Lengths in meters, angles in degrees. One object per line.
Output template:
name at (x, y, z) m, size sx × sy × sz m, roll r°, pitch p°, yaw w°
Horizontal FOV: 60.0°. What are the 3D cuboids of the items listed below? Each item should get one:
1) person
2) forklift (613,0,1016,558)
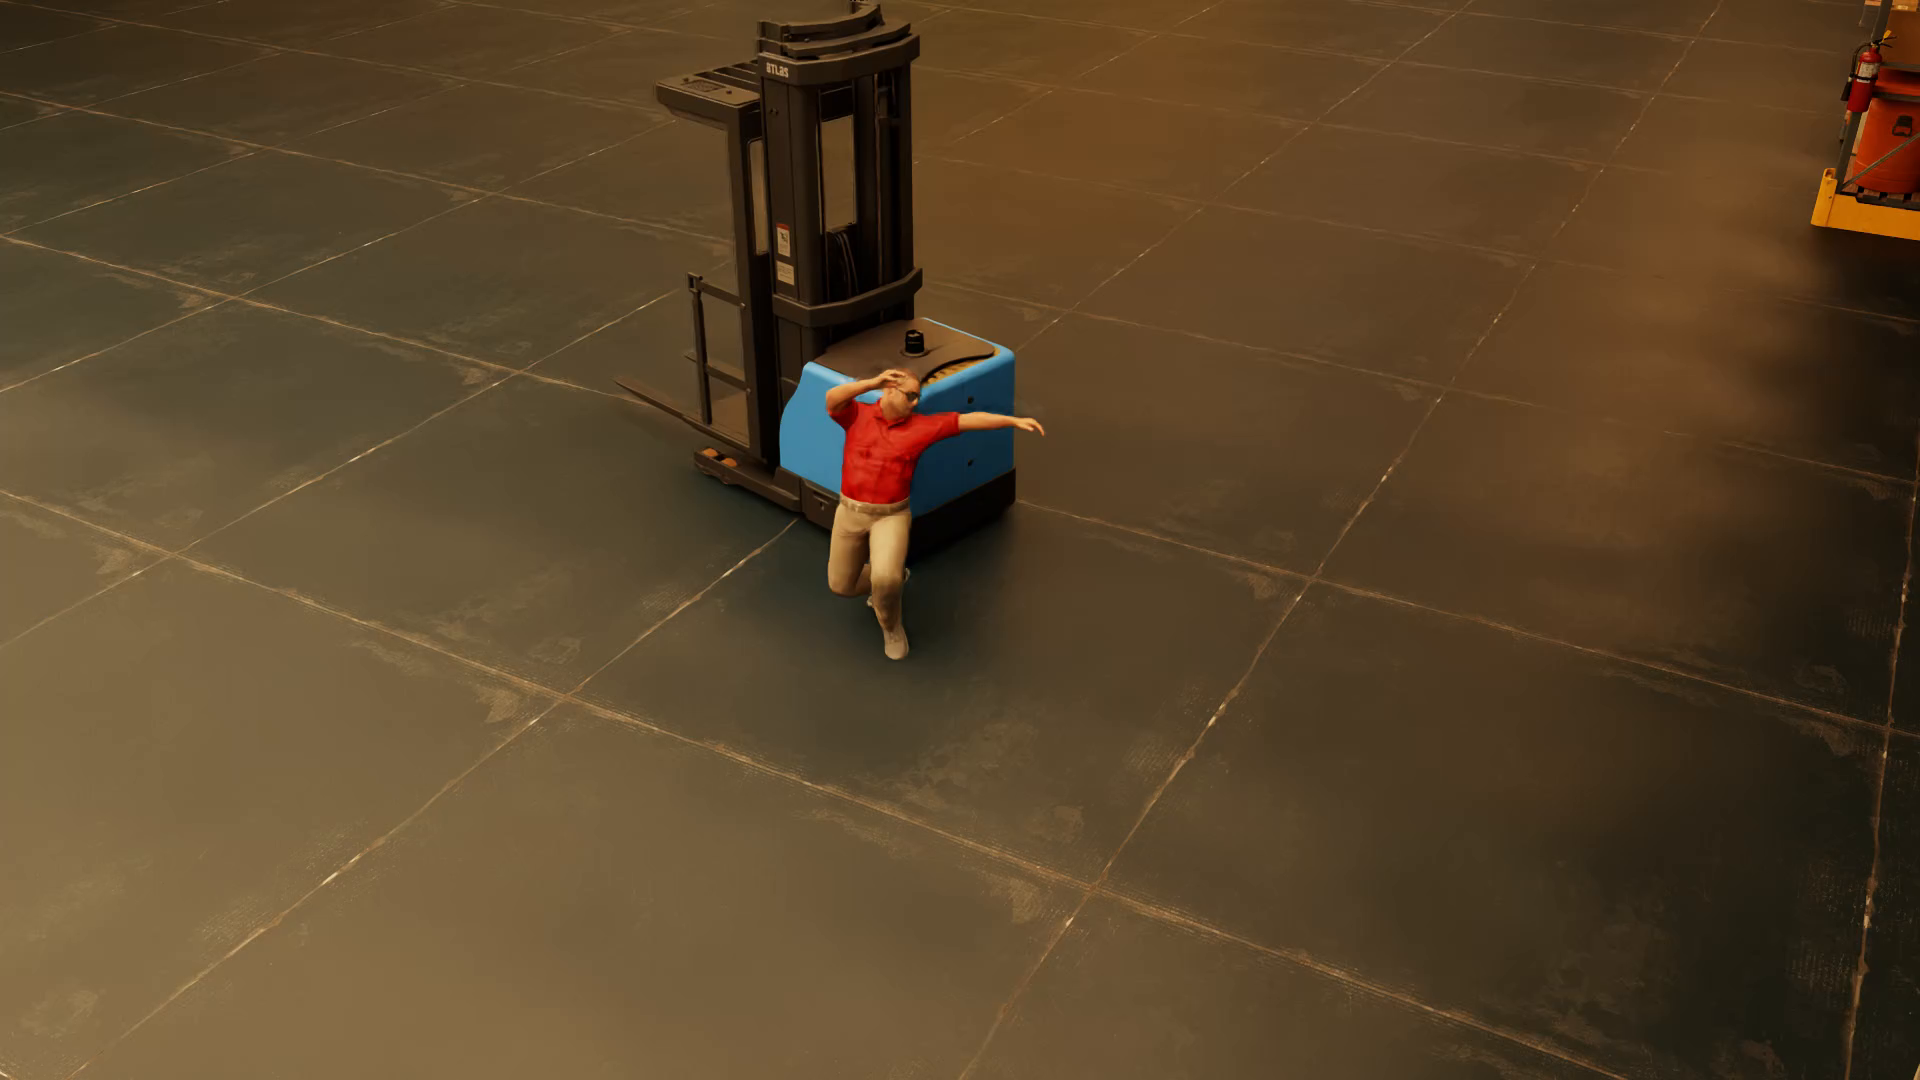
person at (-0.170, -0.146, 8.746) m, size 1.108 × 1.602 × 0.859 m, roll 7°, pitch 31°, yaw 13°
forklift at (-1.073, -1.790, 10.173) m, size 3.031 × 2.935 × 1.130 m, roll 25°, pitch 39°, yaw 37°
